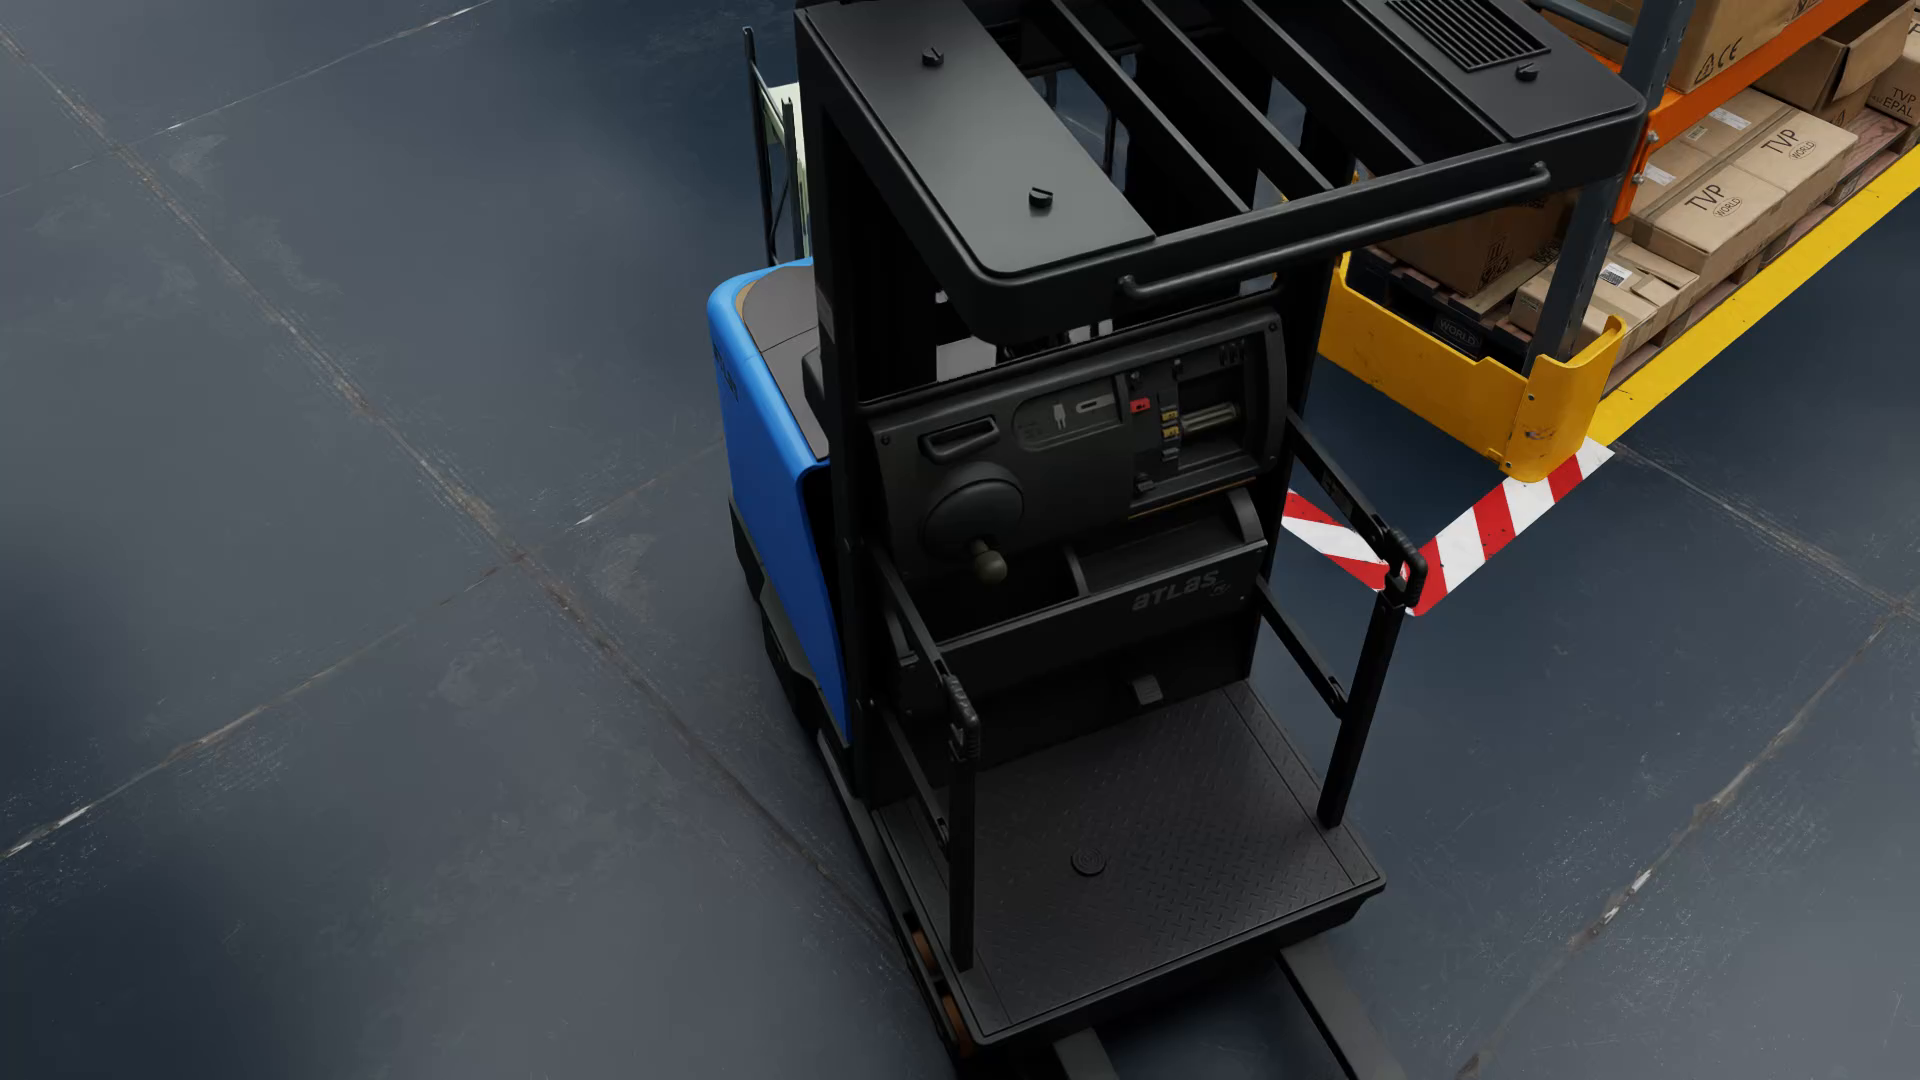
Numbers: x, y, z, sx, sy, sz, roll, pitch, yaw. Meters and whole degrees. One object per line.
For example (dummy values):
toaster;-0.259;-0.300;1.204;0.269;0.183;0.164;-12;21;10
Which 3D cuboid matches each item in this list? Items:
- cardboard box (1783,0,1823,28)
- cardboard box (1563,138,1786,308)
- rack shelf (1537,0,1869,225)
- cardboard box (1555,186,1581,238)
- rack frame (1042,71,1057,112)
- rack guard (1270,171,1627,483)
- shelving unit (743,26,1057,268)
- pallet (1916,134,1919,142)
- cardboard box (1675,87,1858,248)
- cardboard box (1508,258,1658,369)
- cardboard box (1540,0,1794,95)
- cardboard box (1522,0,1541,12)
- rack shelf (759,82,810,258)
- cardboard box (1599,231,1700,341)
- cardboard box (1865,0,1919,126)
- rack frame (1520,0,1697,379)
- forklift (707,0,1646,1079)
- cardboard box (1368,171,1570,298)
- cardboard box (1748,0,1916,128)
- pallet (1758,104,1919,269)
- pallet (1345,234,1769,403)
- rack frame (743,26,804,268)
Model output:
cardboard box;2.415;-1.916;4.909;0.500;0.500;0.500;-34;56;-27
cardboard box;2.495;-1.126;5.820;0.500;0.250;0.500;-34;56;-27
rack shelf;3.011;-2.293;5.814;4.000;0.370;1.077;-34;56;-27
cardboard box;2.128;-1.290;6.028;0.250;0.166;0.380;-34;56;-27
rack frame;0.179;-0.929;5.086;0.023;1.500;0.400;-15;49;-14
rack guard;1.588;-0.738;5.590;0.348;0.500;1.175;-34;56;-27
shelving unit;-0.163;-0.834;4.999;0.755;1.500;0.431;-15;49;-14
pallet;3.982;-2.241;7.174;1.213;0.211;1.003;-34;56;-27
cardboard box;2.865;-1.374;6.048;0.500;0.250;0.500;-34;56;-27
cardboard box;2.073;-0.750;5.542;0.250;0.149;0.380;-34;56;-27
cardboard box;2.037;-1.658;4.671;0.500;0.500;0.500;-33;55;-26
cardboard box;1.680;-1.951;4.941;0.500;0.500;0.500;-32;55;-26
rack shelf;-0.163;-1.099;4.712;0.720;0.370;0.431;-15;49;-14
cardboard box;2.258;-0.880;5.649;0.250;0.166;0.380;-34;56;-27
cardboard box;3.706;-1.956;6.544;0.500;0.311;0.500;-34;56;-27
rack frame;1.532;-1.548;4.637;0.127;3.000;1.000;-34;56;-27
forklift;0.353;-0.095;3.343;1.130;2.935;3.031;-17;50;-15
cardboard box;1.768;-1.252;5.766;0.500;0.500;0.500;-34;56;-27
cardboard box;3.105;-1.896;6.358;0.637;0.503;0.797;-34;56;-27
pallet;3.079;-1.634;6.615;1.213;0.211;1.003;-34;56;-27
pallet;2.177;-1.034;6.061;1.213;0.211;1.003;-34;56;-27
rack frame;-0.506;-0.739;4.912;0.023;1.500;0.400;-15;49;-14
